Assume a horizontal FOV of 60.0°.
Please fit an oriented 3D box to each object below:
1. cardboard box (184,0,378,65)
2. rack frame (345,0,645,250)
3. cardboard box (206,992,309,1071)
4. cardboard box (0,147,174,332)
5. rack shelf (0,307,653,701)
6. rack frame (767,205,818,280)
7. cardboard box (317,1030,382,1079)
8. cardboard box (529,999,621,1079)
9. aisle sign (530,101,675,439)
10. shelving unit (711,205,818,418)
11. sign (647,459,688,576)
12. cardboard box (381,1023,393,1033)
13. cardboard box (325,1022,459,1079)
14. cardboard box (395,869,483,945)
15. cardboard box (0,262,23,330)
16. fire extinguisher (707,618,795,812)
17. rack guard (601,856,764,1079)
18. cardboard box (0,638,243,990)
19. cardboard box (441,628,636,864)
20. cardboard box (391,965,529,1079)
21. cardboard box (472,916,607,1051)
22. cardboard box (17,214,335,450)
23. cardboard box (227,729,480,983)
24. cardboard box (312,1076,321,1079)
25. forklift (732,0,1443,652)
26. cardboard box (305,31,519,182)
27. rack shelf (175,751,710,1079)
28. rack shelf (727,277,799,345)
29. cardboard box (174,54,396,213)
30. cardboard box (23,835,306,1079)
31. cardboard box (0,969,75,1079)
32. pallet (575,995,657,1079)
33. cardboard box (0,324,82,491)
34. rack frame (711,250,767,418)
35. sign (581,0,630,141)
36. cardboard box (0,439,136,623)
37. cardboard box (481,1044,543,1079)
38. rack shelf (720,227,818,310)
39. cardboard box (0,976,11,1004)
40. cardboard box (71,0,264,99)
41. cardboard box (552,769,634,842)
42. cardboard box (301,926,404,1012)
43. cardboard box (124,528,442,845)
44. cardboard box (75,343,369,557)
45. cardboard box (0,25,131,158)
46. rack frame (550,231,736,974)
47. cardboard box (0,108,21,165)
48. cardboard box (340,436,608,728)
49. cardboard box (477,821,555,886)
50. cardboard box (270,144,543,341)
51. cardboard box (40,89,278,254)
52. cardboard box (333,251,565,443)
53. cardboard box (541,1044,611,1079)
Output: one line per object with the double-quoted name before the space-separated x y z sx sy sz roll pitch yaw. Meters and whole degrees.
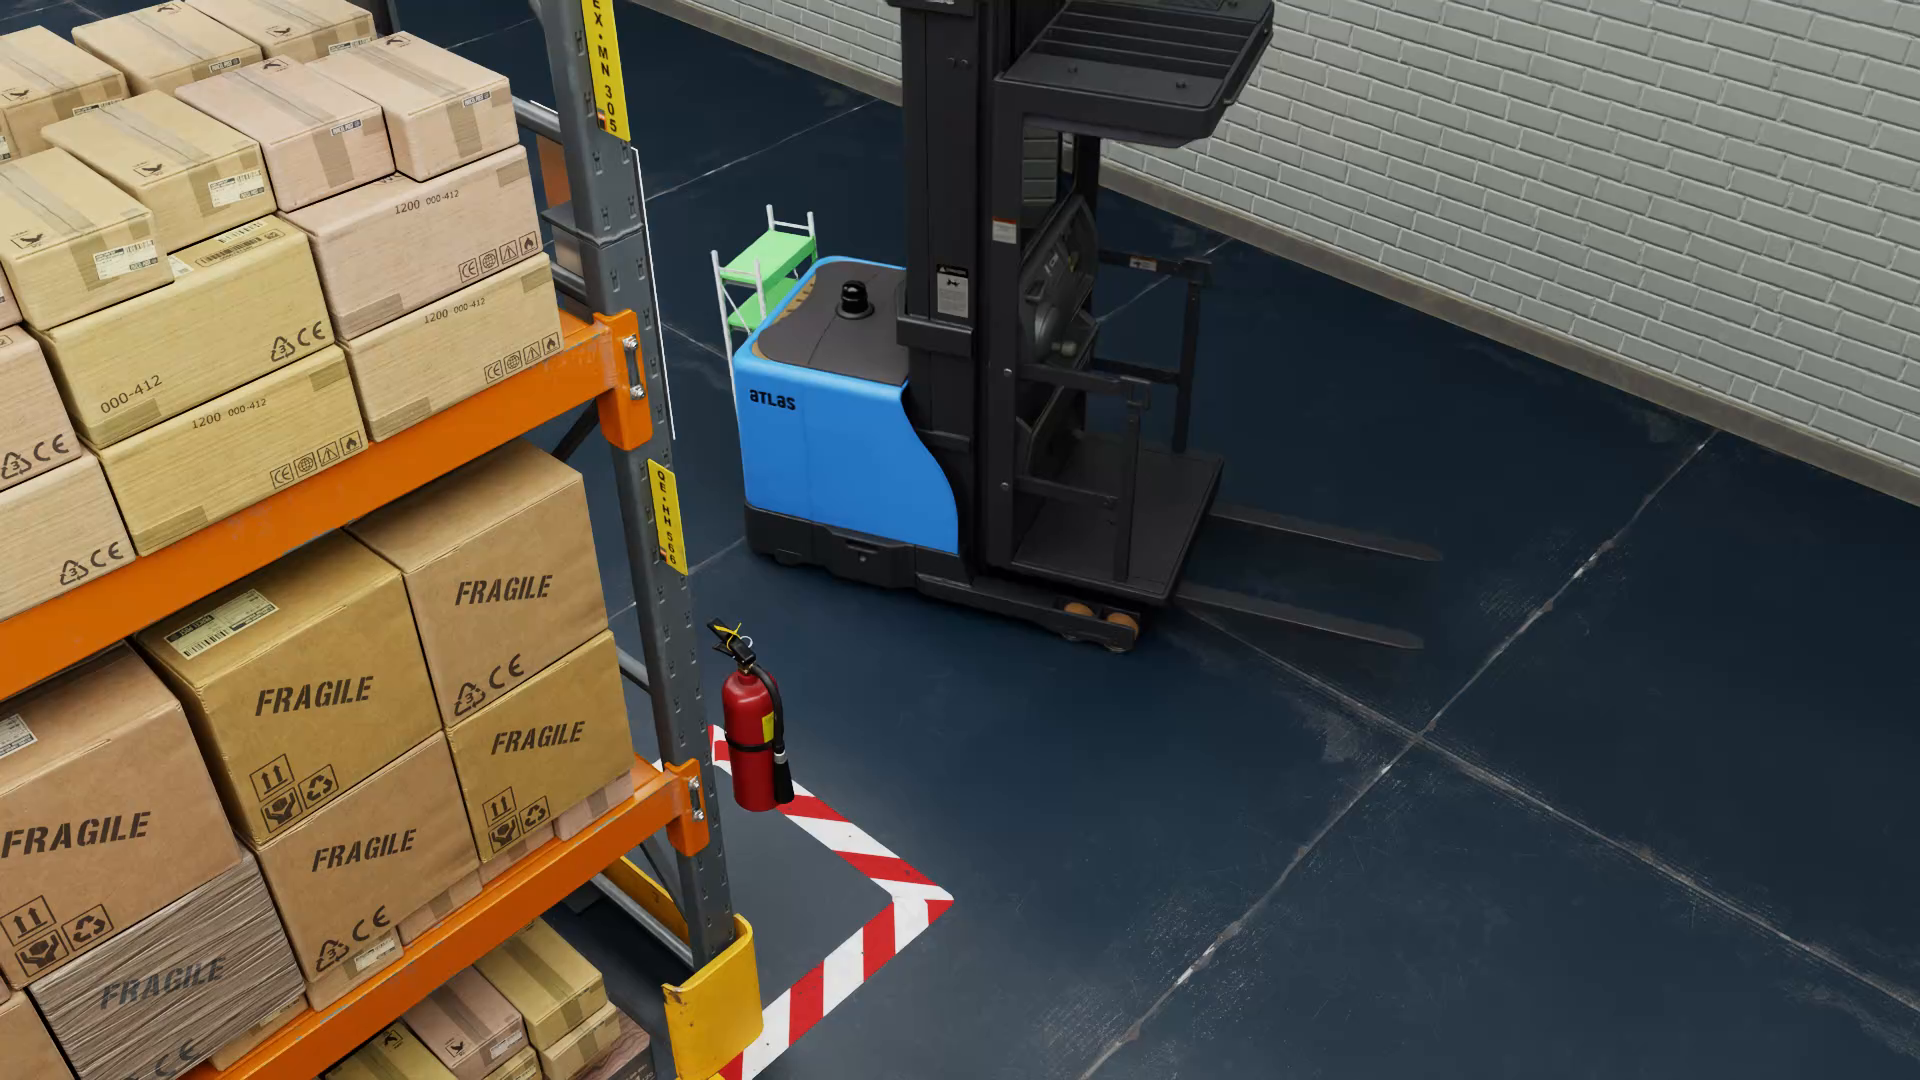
"cardboard box" -1.525 -1.134 3.754 0.380 0.149 0.250 29 47 32
"rack frame" -1.138 -2.068 3.121 1.000 3.000 0.127 30 47 32
"cardboard box" -1.857 1.102 4.155 0.380 0.149 0.250 27 46 30
"cardboard box" -1.655 -0.554 3.025 0.380 0.149 0.250 30 48 32
"rack shelf" -2.487 0.306 3.123 1.077 0.370 4.000 30 47 32
"rack frame" -0.764 -1.065 8.114 0.240 1.200 0.015 14 40 22
"cardboard box" -2.007 1.500 5.168 0.380 0.149 0.250 30 47 32
"cardboard box" -1.283 1.477 5.196 0.380 0.149 0.250 28 46 31
"aisle sign" -0.867 -0.645 4.063 0.394 0.787 0.004 30 47 32
"shelving unit" -0.867 -0.927 7.941 0.258 1.200 0.503 14 40 22
"sign" -0.742 -0.055 4.225 0.100 0.325 0.005 30 47 32
"cardboard box" -1.844 1.492 5.416 0.380 0.149 0.250 29 47 32
"cardboard box" -1.601 1.612 4.788 0.380 0.149 0.250 29 47 31
"cardboard box" -1.503 0.867 4.452 0.380 0.149 0.250 29 47 31
"cardboard box" -1.870 -0.463 2.910 0.380 0.149 0.250 29 47 31
"fire extinguisher" -0.627 0.534 5.030 0.296 0.674 0.183 30 47 32
"rack guard" -1.189 1.293 5.722 1.175 0.500 0.348 30 47 32
"cardboard box" -1.949 0.523 3.559 0.500 0.500 0.500 -32 48 -33
"cardboard box" -1.251 0.439 4.469 0.500 0.500 0.500 31 48 33
"cardboard box" -1.520 1.439 5.005 0.380 0.149 0.250 31 48 33
"cardboard box" -1.308 1.348 5.120 0.380 0.149 0.250 30 47 32
"cardboard box" -1.605 -0.477 3.249 0.500 0.250 0.500 28 46 31
"cardboard box" -1.602 0.673 4.174 0.500 0.500 0.500 29 47 31
"cardboard box" -1.822 1.704 4.672 0.380 0.149 0.250 28 46 30
"forklift" 0.591 -1.043 6.707 3.031 2.935 1.130 13 40 16
"cardboard box" -1.145 -0.911 3.474 0.380 0.149 0.250 29 47 32
"rack shelf" -2.487 1.480 4.056 1.077 0.370 4.000 30 47 32
"rack shelf" -0.877 -1.068 7.835 0.258 0.148 0.480 14 40 22
"cardboard box" -1.368 -0.830 3.372 0.380 0.149 0.250 30 48 32
"cardboard box" -1.937 0.910 3.876 0.500 0.500 0.500 30 47 32
"cardboard box" -2.281 1.135 3.593 0.500 0.500 0.500 -32 48 -33
"pallet" -1.763 1.765 5.361 1.003 0.211 1.213 30 47 32
"cardboard box" -1.952 -0.243 2.954 0.500 0.250 0.500 30 48 32
"rack frame" -0.971 -0.790 7.768 0.240 1.200 0.015 14 40 22
"sign" -0.742 -0.998 3.474 0.100 0.325 0.005 30 47 32
"cardboard box" -1.933 -0.056 3.120 0.500 0.250 0.500 32 48 34
"cardboard box" -1.499 1.575 5.074 0.380 0.149 0.250 28 47 31
"rack shelf" -0.889 -1.259 7.690 0.258 0.148 0.480 14 40 22
"cardboard box" -2.303 0.767 3.252 0.500 0.500 0.500 28 46 31
"cardboard box" -1.710 -1.024 3.617 0.380 0.149 0.250 32 48 33
"cardboard box" -1.149 0.647 4.729 0.380 0.149 0.250 30 47 32
"cardboard box" -1.658 0.994 4.292 0.380 0.149 0.250 31 48 33
"cardboard box" -1.605 0.280 3.865 0.500 0.500 0.500 28 46 31
"cardboard box" -1.588 -0.278 3.400 0.500 0.250 0.500 30 47 32
"cardboard box" -1.947 -0.930 3.498 0.380 0.149 0.250 30 47 32
"rack frame" -1.138 0.280 4.988 1.000 3.000 0.127 30 47 32
"cardboard box" -2.111 -0.819 3.358 0.380 0.149 0.250 30 48 32
"cardboard box" -1.263 0.048 4.157 0.500 0.500 0.500 29 47 31
"cardboard box" -1.345 0.745 4.605 0.380 0.149 0.250 30 47 32
"cardboard box" -1.261 -0.713 3.545 0.500 0.250 0.500 28 46 31
"cardboard box" -1.556 -0.721 3.235 0.380 0.149 0.250 28 46 31
"cardboard box" -1.249 -0.515 3.699 0.500 0.250 0.500 29 47 31
"cardboard box" -1.339 1.561 5.330 0.380 0.149 0.250 30 48 33
